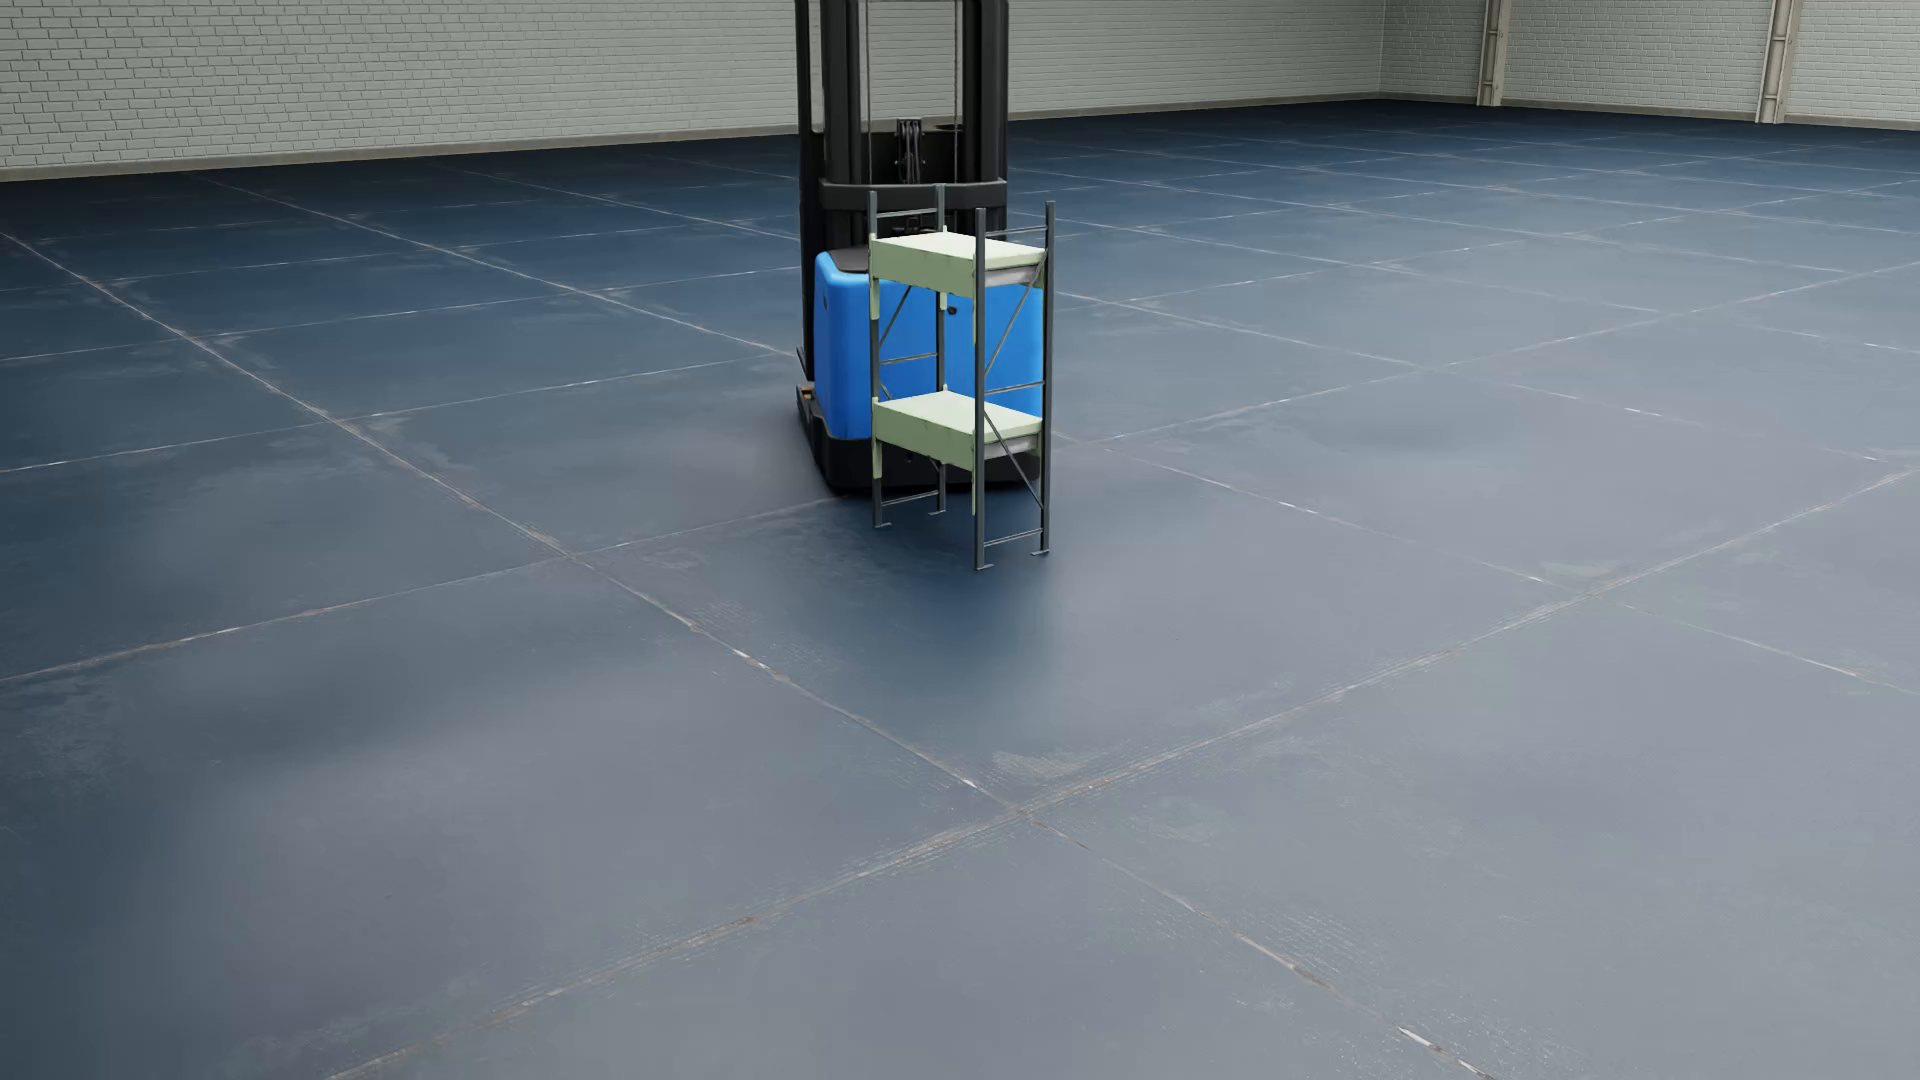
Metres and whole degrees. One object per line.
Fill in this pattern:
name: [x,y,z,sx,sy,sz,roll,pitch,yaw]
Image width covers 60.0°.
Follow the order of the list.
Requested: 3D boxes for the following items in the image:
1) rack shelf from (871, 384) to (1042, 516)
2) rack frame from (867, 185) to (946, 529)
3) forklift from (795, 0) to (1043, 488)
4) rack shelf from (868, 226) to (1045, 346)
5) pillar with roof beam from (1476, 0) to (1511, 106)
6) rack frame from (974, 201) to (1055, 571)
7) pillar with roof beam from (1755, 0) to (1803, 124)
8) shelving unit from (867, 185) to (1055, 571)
rack shelf: [-0.004,-0.404,7.234,0.431,0.370,0.720,-14,23,-36]
rack frame: [-0.231,-0.804,7.404,0.400,1.500,0.023,-14,23,-36]
forklift: [-0.333,-2.058,8.915,1.130,2.935,3.031,-3,19,-9]
rack shelf: [-0.004,-1.084,7.009,0.431,0.370,0.720,-14,23,-36]
pillar with roof beam: [7.729,-12.560,30.977,9.100,9.000,0.400,-14,23,-36]
rack frame: [0.223,-0.623,6.859,0.400,1.500,0.023,-14,23,-36]
pillar with roof beam: [11.455,-11.081,26.512,9.100,9.000,0.400,-14,23,-36]
shelving unit: [-0.004,-0.714,7.132,0.431,1.500,0.755,-14,23,-36]
